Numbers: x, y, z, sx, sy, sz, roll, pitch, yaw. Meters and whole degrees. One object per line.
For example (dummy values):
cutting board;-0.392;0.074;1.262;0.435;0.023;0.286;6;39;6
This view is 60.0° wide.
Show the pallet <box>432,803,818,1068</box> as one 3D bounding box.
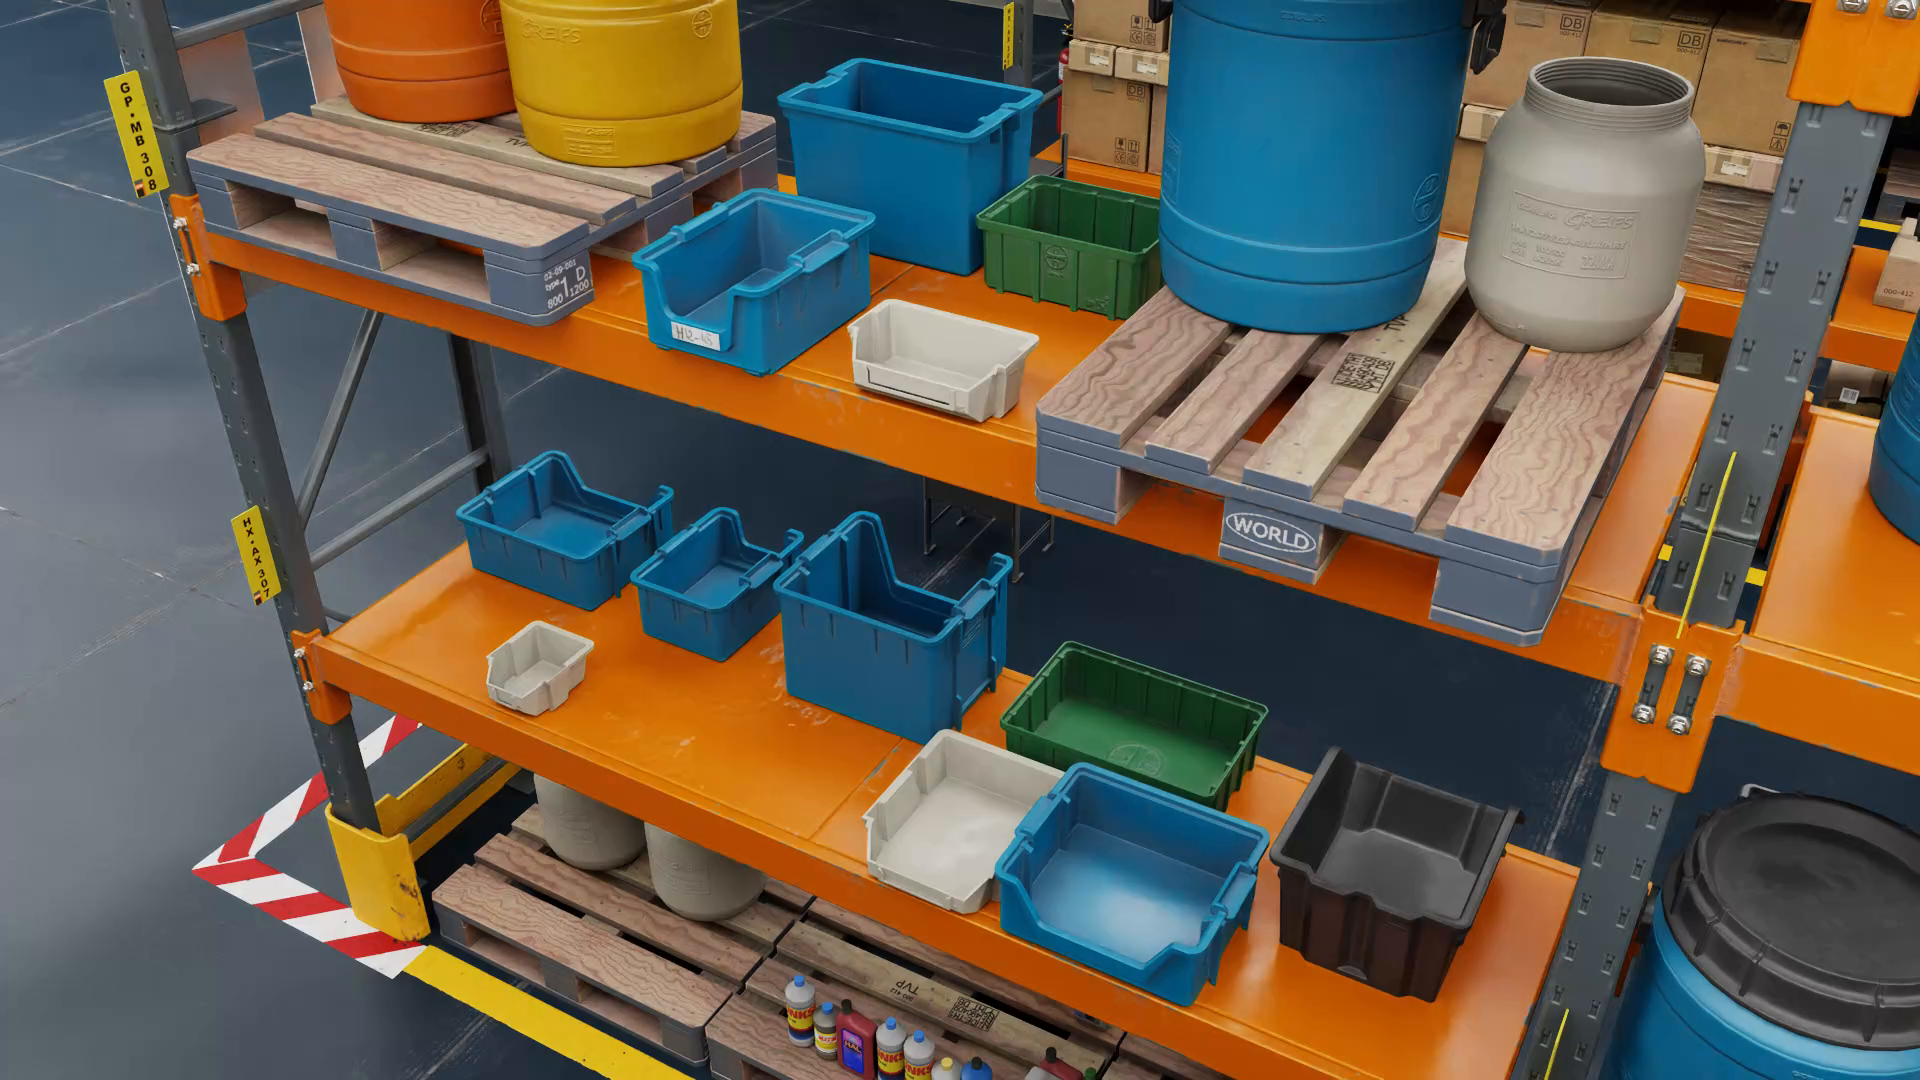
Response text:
pallet;-1.138;1.287;6.126;1.213;0.211;1.003;18;37;24

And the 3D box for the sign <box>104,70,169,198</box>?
sign;-2.206;-1.086;4.460;0.005;0.325;0.100;18;37;24

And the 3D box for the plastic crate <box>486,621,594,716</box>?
plastic crate;-1.312;0.413;5.161;0.250;0.136;0.298;18;37;24

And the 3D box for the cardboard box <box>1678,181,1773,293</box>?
cardboard box;3.616;-1.541;7.767;0.500;0.500;0.700;17;37;23

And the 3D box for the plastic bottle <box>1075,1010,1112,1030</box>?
plastic bottle;0.464;1.441;5.440;0.135;0.276;0.152;18;37;24

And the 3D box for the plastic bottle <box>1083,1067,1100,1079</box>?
plastic bottle;0.423;1.714;5.024;0.133;0.283;0.061;18;37;24

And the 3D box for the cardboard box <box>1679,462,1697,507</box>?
cardboard box;3.493;-0.433;8.295;0.500;0.250;0.500;18;37;24

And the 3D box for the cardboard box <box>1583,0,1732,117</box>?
cardboard box;3.176;-2.219;7.615;0.500;0.500;0.700;17;37;24

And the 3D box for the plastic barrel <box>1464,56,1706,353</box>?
plastic barrel;1.267;-0.680;3.379;0.421;0.512;0.421;0;34;0

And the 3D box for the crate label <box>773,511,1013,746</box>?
crate label;-0.197;0.264;5.116;0.616;0.435;0.502;18;37;24

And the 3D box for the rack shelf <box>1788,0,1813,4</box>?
rack shelf;2.268;-2.879;7.810;4.000;0.370;1.077;18;37;24

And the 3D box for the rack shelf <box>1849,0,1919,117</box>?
rack shelf;3.280;-0.478;1.860;4.000;0.370;1.077;18;37;24

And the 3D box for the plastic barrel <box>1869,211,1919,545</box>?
plastic barrel;2.092;-0.419;3.015;0.708;0.901;0.600;18;37;24

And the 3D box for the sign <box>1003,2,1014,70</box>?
sign;0.251;-2.608;8.608;0.005;0.325;0.100;18;37;24

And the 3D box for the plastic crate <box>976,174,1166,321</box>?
plastic crate;0.308;-0.723;4.114;0.450;0.188;0.336;18;37;24

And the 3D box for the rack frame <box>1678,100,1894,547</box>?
rack frame;1.543;-1.494;2.375;0.127;3.000;1.000;18;37;24

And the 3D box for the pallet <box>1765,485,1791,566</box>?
pallet;4.663;-0.036;8.113;1.213;0.211;1.003;18;37;24

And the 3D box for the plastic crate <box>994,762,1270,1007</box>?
plastic crate;0.448;0.891;4.340;0.616;0.251;0.499;18;37;24

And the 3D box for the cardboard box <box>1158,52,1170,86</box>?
cardboard box;1.212;-2.440;8.532;0.250;0.149;0.380;18;38;25

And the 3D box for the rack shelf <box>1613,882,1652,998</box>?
rack shelf;3.280;1.852;3.411;4.000;0.370;1.077;18;37;24

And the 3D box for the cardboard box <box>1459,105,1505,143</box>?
cardboard box;2.560;-2.013;7.892;0.250;0.149;0.380;19;38;26

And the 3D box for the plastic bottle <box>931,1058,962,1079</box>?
plastic bottle;-0.040;1.682;5.146;0.097;0.201;0.097;0;34;0

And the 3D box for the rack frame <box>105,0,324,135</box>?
rack frame;-1.930;-2.594;4.027;0.127;3.000;1.000;18;37;24

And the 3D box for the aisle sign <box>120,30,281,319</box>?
aisle sign;-2.138;-1.058;4.788;0.004;0.787;0.394;18;37;24

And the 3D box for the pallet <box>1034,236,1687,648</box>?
pallet;0.868;-0.319;3.486;1.003;0.211;1.213;18;37;24

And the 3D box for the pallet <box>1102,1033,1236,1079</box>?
pallet;0.981;1.958;5.118;1.213;0.211;1.003;18;37;24

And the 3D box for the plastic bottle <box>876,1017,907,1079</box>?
plastic bottle;-0.213;1.598;5.209;0.097;0.271;0.097;0;34;0

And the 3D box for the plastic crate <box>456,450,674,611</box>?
plastic crate;-1.347;-0.042;5.741;0.616;0.251;0.499;18;37;24

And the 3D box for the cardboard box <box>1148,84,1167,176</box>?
cardboard box;1.389;-2.245;8.825;0.500;0.500;0.700;19;38;26

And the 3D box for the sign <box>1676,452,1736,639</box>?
sign;1.261;0.012;2.811;0.005;0.325;0.100;18;37;24

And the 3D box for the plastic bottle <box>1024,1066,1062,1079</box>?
plastic bottle;0.255;1.727;5.011;0.135;0.276;0.152;18;38;25

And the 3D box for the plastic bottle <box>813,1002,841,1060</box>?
plastic bottle;-0.420;1.561;5.327;0.097;0.201;0.097;0;34;0

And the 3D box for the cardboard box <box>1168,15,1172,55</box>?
cardboard box;1.436;-2.771;8.444;0.500;0.500;0.700;17;37;23

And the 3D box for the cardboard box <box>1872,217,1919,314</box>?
cardboard box;4.453;-1.203;7.486;0.500;0.250;0.500;20;39;27

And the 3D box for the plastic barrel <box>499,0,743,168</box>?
plastic barrel;-0.877;-1.347;4.311;0.600;0.588;0.600;0;34;0

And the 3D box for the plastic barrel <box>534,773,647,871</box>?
plastic barrel;-1.320;0.907;6.047;0.421;0.512;0.421;0;34;0

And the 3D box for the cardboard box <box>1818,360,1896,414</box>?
cardboard box;4.498;-0.670;8.146;0.500;0.311;0.500;18;37;24

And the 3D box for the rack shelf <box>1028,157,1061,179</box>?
rack shelf;0.144;-1.400;7.219;0.480;0.518;0.431;18;37;24

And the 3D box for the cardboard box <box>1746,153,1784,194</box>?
cardboard box;3.662;-1.663;7.366;0.250;0.149;0.380;18;37;24

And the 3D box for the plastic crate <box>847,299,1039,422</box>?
plastic crate;-0.051;-0.383;3.650;0.396;0.136;0.243;18;37;24

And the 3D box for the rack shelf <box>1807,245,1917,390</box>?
rack shelf;5.741;-0.531;6.990;4.000;0.370;1.077;18;37;24

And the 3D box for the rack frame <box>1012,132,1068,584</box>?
rack frame;0.356;-0.761;7.499;0.015;2.100;0.400;18;37;24

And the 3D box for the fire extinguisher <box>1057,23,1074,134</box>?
fire extinguisher;0.659;-2.704;9.674;0.183;0.674;0.296;18;37;24

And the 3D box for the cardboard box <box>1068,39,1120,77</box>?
cardboard box;0.765;-2.580;8.743;0.250;0.149;0.380;17;37;24

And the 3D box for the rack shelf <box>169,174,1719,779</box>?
rack shelf;-0.193;-0.497;4.232;4.000;0.370;1.077;18;37;24

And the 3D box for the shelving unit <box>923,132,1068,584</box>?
shelving unit;0.144;-0.828;7.600;0.503;2.100;0.431;18;37;24
